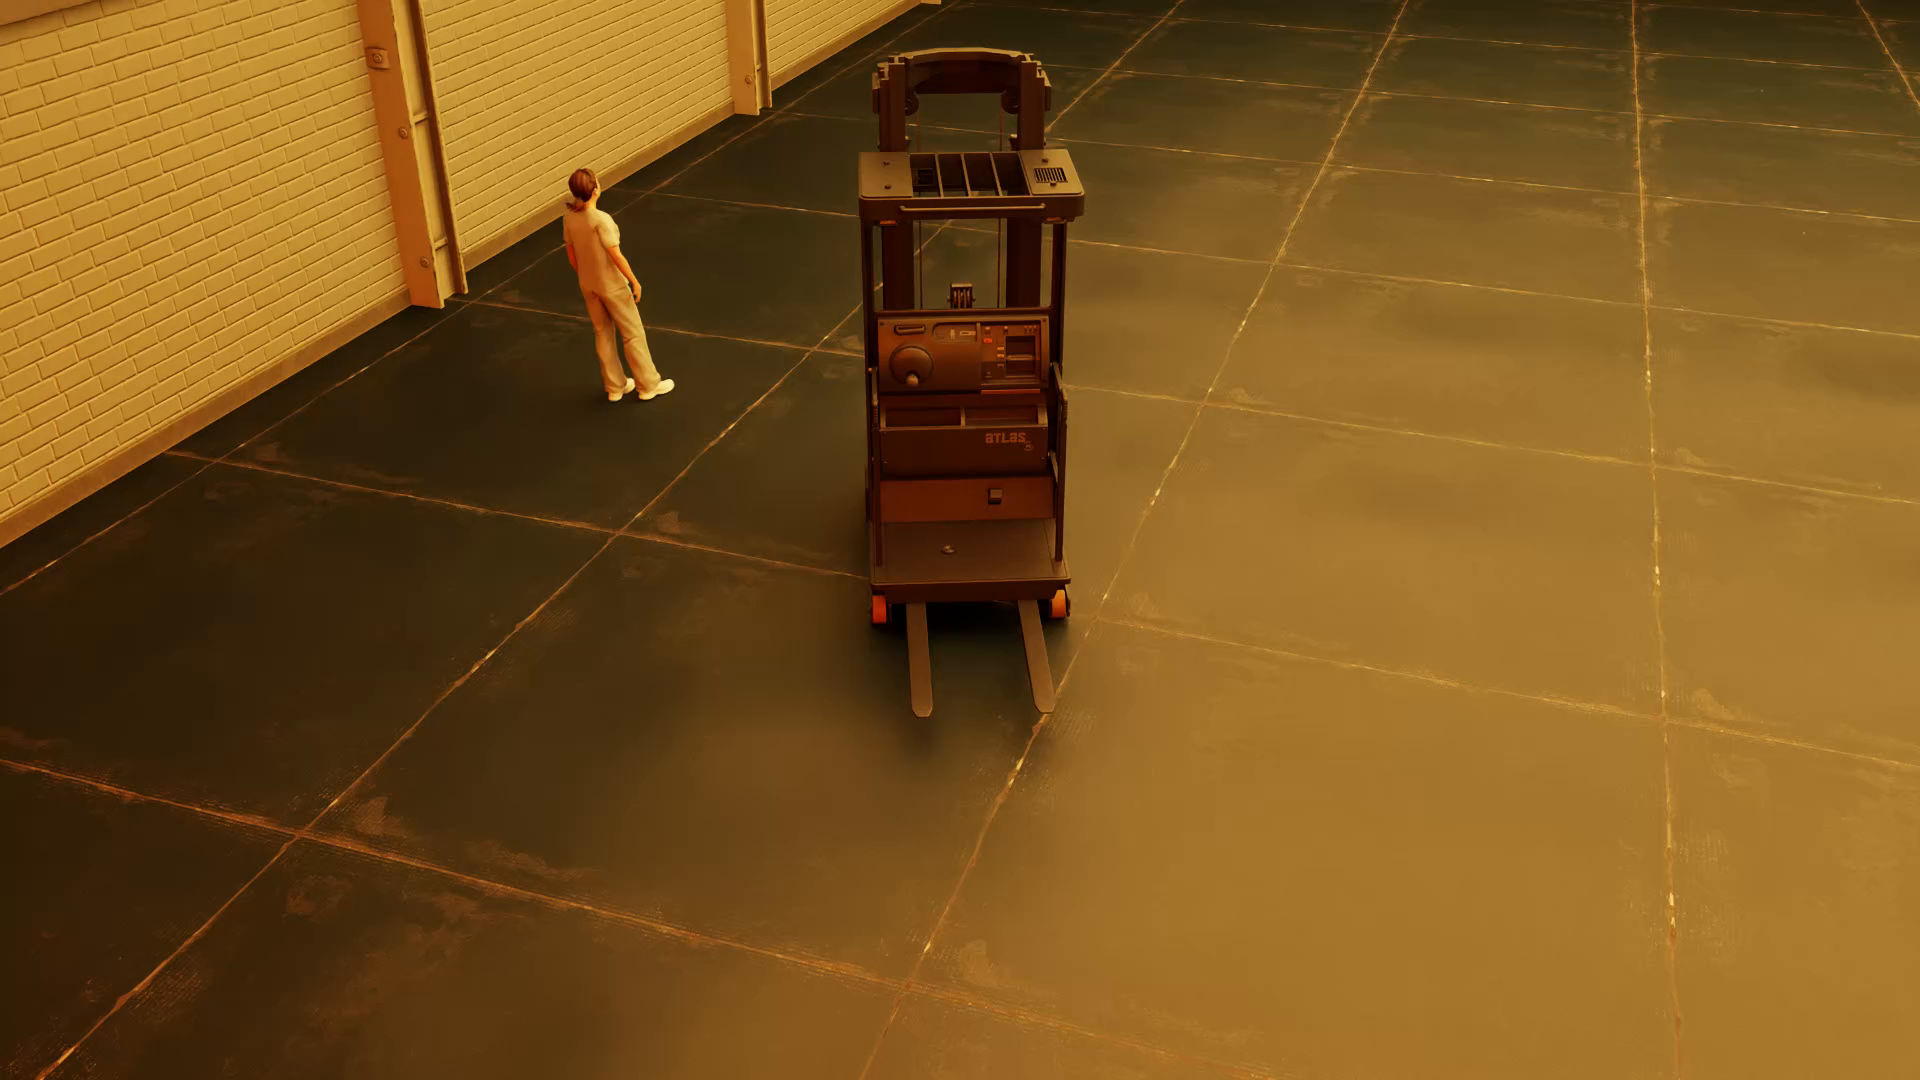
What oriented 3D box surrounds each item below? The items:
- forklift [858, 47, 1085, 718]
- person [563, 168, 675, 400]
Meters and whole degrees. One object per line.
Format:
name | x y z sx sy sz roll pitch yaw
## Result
forklift | 0.035 -0.972 8.842 1.130 2.935 3.031 -2 30 -3
person | -2.401 -1.772 11.509 0.548 1.663 0.535 16 33 26
